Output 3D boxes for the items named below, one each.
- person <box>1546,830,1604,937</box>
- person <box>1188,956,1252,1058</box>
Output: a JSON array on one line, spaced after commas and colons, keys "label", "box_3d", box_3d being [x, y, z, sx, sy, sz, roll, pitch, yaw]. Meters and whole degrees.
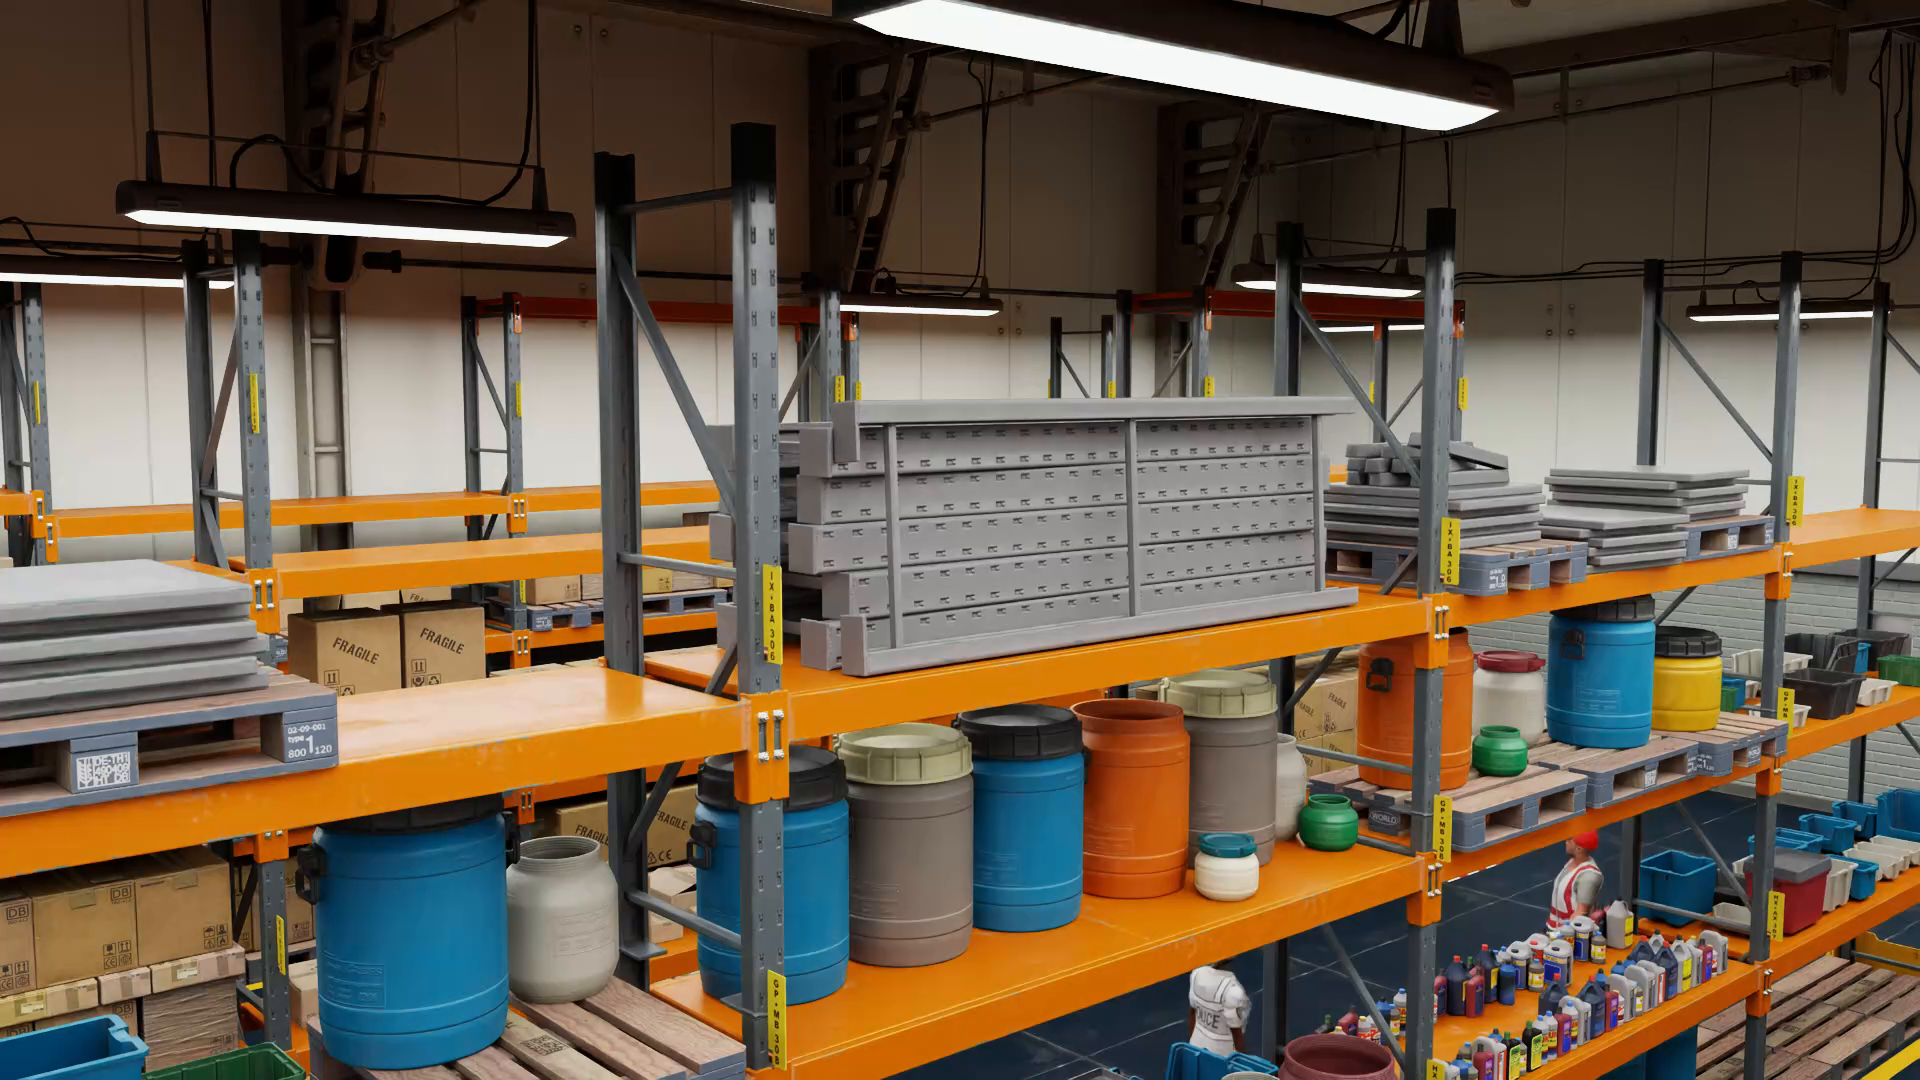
[{"label": "person", "box_3d": [4.803, 3.075, 12.951, 1.028, 1.747, 0.482, -3, 6, -28]}, {"label": "person", "box_3d": [1.613, 3.307, 10.657, 0.500, 1.686, 0.439, -1, 5, -7]}]
